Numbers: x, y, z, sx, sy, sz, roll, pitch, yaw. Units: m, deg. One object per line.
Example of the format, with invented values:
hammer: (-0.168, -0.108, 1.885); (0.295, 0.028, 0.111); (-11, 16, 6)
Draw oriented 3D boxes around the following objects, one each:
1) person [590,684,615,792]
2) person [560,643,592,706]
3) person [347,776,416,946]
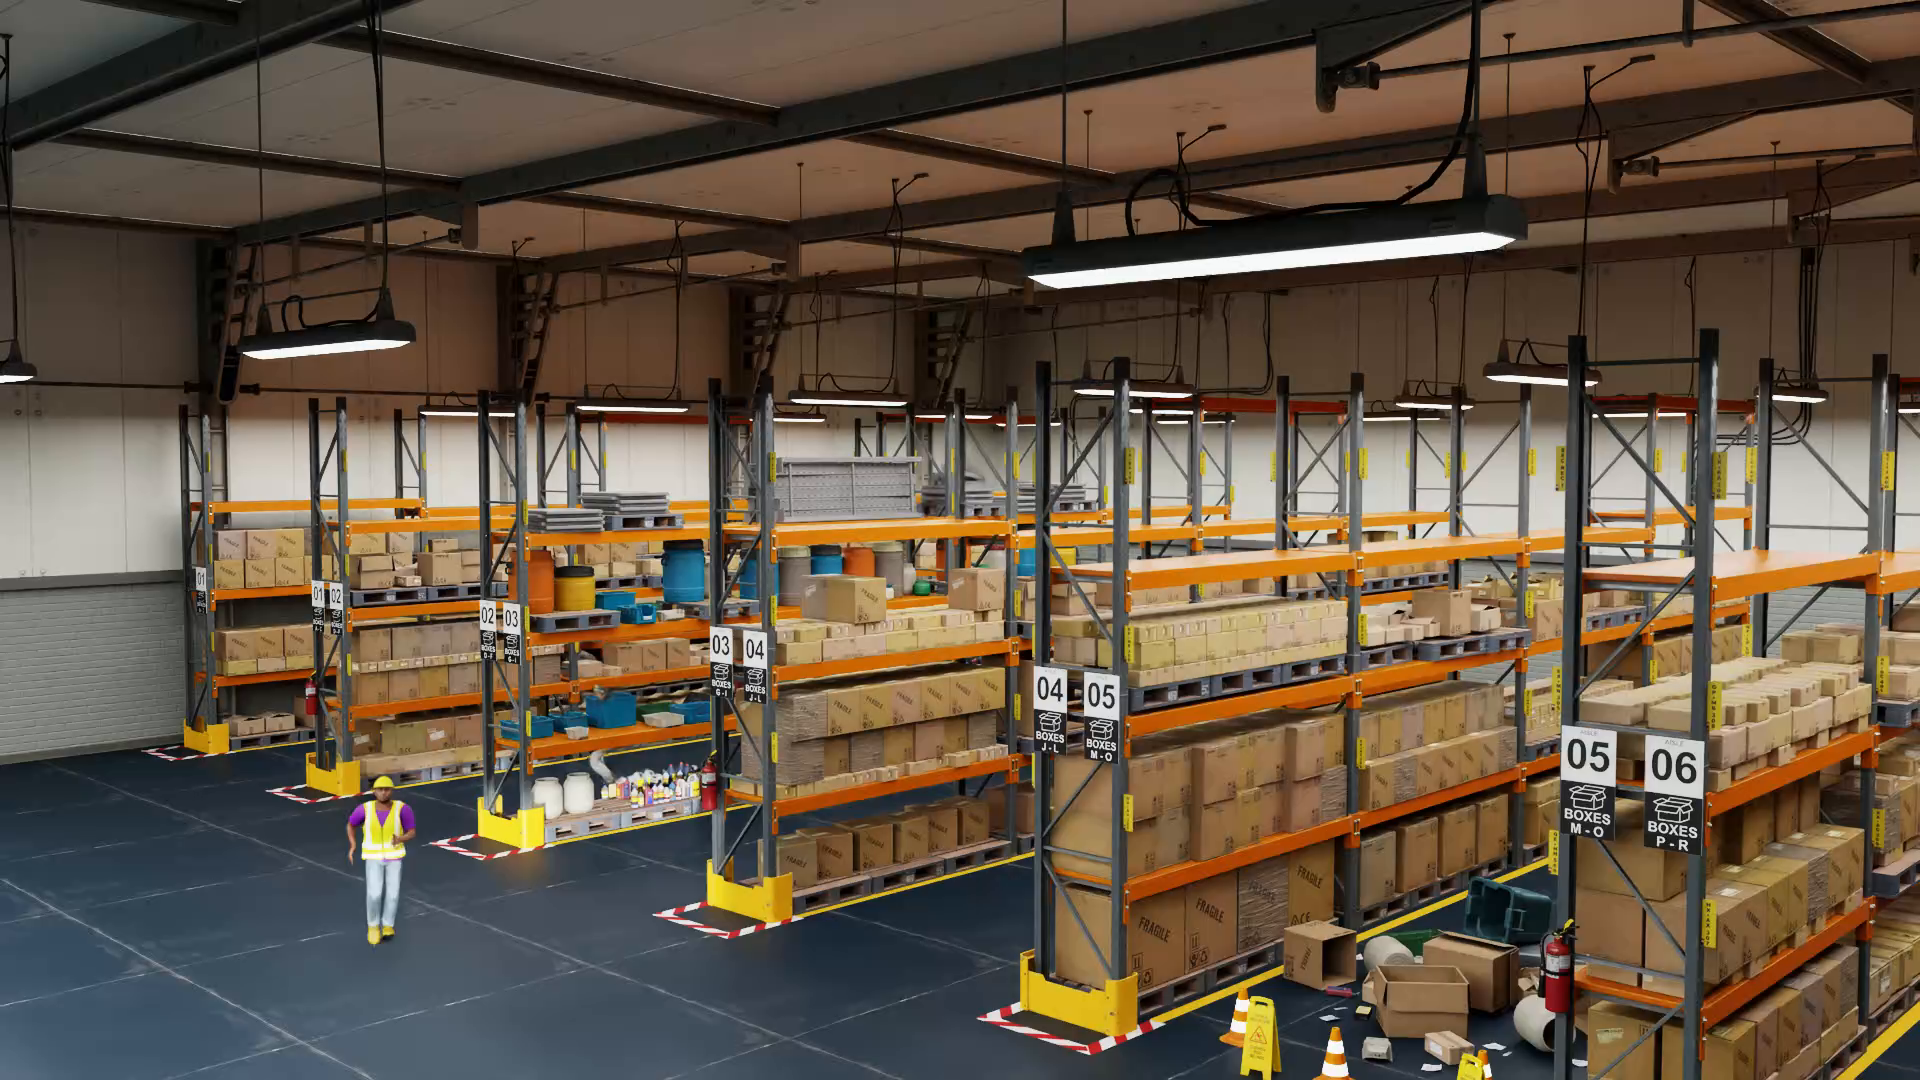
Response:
person: (-5.447, 3.004, 25.068); (0.611, 1.667, 0.591); (3, 4, 42)
person: (-7.172, 2.690, 30.909); (0.635, 1.770, 0.756); (3, 4, 40)
person: (-6.059, 3.363, 17.464); (0.674, 1.769, 0.697); (-1, 3, -23)
